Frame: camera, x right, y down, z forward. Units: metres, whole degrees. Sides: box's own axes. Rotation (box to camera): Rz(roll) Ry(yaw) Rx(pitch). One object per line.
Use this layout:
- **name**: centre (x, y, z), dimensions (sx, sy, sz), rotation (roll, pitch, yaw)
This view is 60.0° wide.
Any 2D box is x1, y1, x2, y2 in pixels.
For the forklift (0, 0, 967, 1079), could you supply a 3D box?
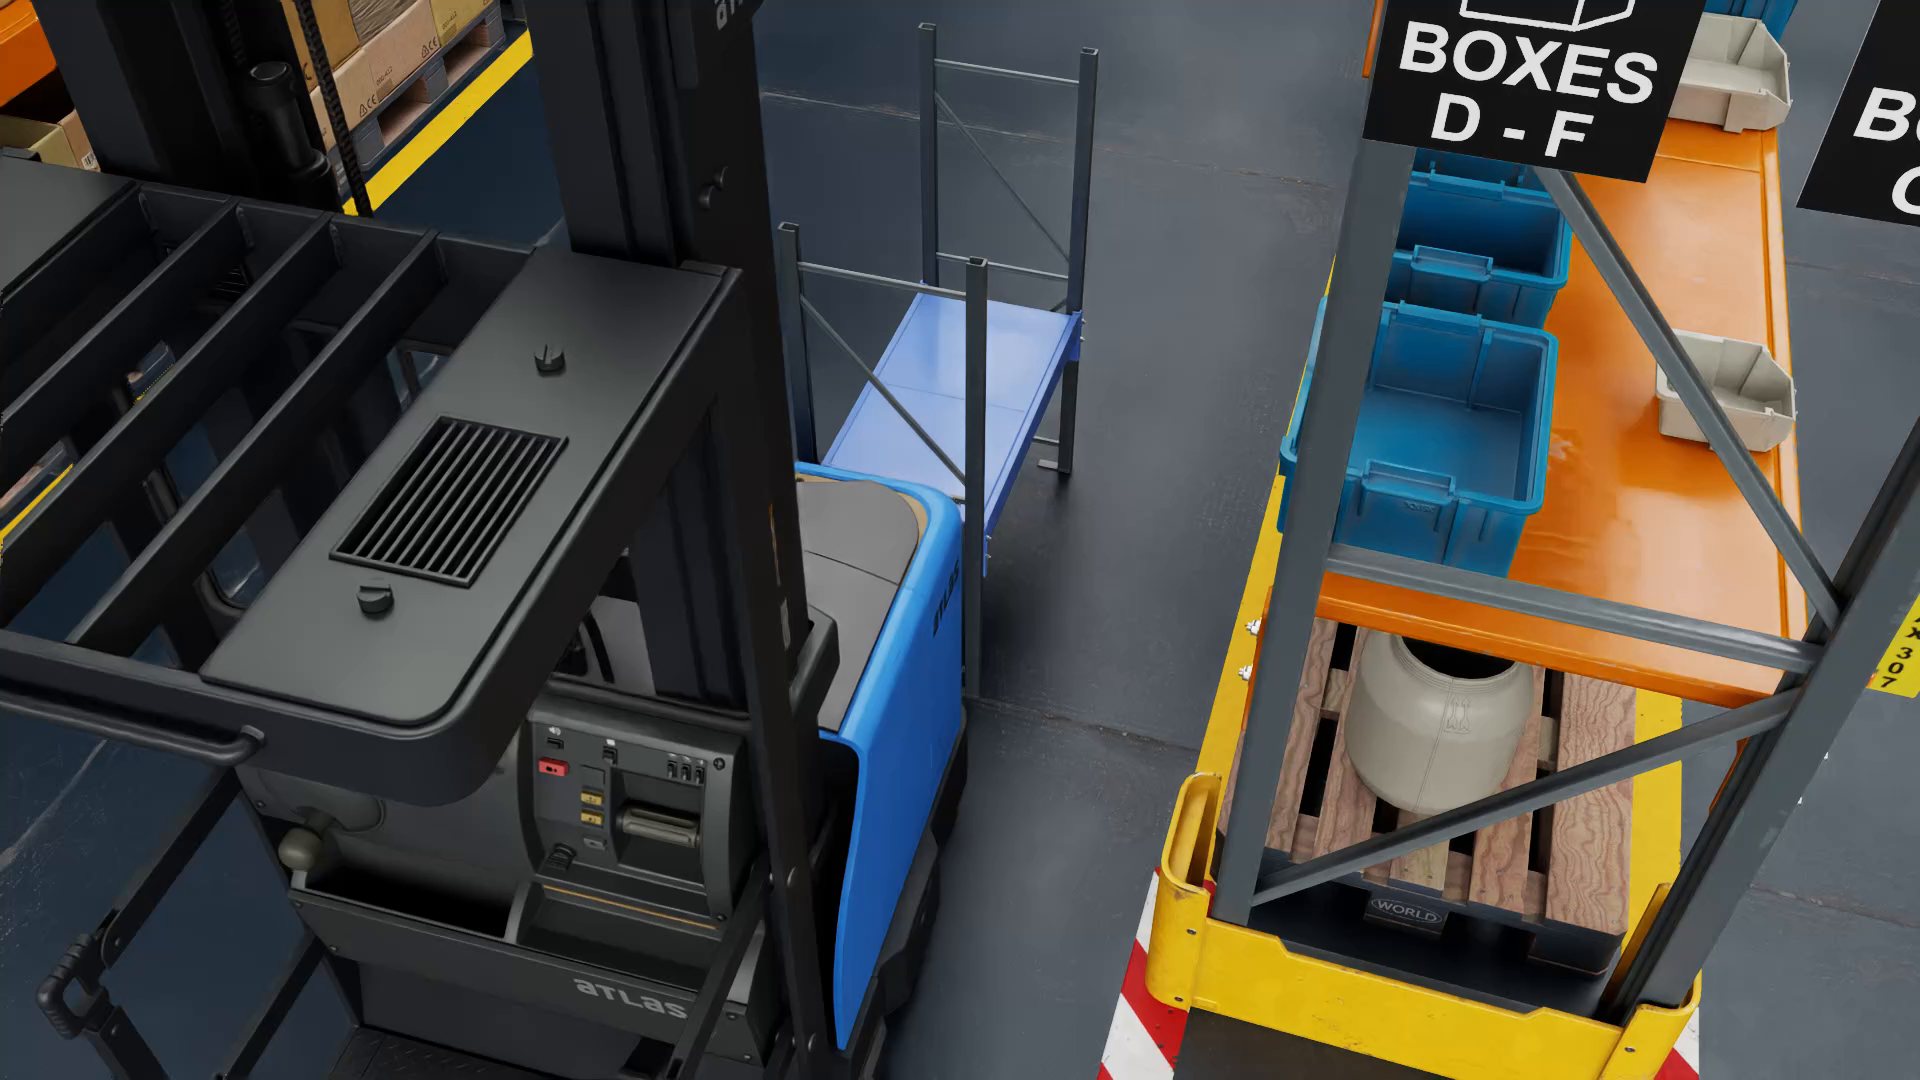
- **forklift**: centre (-0.868, 0.508, 2.635), dimensions (1.130, 2.935, 3.031), rotation (11, 45, 11)

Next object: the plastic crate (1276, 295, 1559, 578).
- **plastic crate**: centre (0.939, -0.220, 3.437), dimensions (0.499, 0.251, 0.616), rotation (13, 46, 13)

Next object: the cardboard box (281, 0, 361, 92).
- **cardboard box**: centre (-2.678, -2.010, 6.288), dimensions (0.500, 0.500, 0.500), rotation (13, 46, 13)

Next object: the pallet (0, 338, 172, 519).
- **pallet**: centre (-3.455, -0.450, 5.559), dimensions (1.003, 0.211, 1.213), rotation (13, 46, 13)

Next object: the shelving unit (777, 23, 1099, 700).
- **shelving unit**: centre (-0.026, -0.479, 4.667), dimensions (0.538, 1.500, 1.048), rotation (13, 46, 12)

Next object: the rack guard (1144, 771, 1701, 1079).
- **rack guard**: centre (1.051, 0.956, 3.915), dimensions (1.175, 0.500, 0.348), rotation (13, 46, 13)

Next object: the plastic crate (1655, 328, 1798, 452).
- **plastic crate**: centre (1.651, -0.311, 3.611), dimensions (0.298, 0.136, 0.250), rotation (13, 46, 13)

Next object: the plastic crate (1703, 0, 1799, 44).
- **plastic crate**: centre (2.208, -1.694, 4.943), dimensions (0.499, 0.251, 0.616), rotation (13, 46, 13)

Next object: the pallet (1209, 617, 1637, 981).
- **pallet**: centre (1.302, 0.519, 4.569), dimensions (1.003, 0.211, 1.213), rotation (13, 46, 13)

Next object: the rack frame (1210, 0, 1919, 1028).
- **rack frame**: centre (1.073, 0.123, 2.979), dimensions (1.000, 3.000, 0.127), rotation (13, 46, 13)

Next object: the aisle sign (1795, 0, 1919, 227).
- **aisle sign**: centre (1.330, -0.696, 1.958), dimensions (0.394, 0.787, 0.004), rotation (13, 46, 13)

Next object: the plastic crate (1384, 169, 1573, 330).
- **plastic crate**: centre (1.141, -0.652, 3.878), dimensions (0.499, 0.251, 0.408), rotation (13, 46, 13)

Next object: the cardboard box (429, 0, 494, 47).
- **cardboard box**: centre (-2.367, -2.406, 7.230), dimensions (0.500, 0.250, 0.500), rotation (13, 46, 13)

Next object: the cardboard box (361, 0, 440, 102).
- **cardboard box**: centre (-2.528, -2.075, 6.892), dimensions (0.500, 0.250, 0.500), rotation (13, 46, 13)

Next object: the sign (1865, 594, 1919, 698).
- **sign**: centre (1.596, 0.144, 2.760), dimensions (0.100, 0.325, 0.005), rotation (13, 46, 13)

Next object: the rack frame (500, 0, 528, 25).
- **rack frame**: centre (-2.435, -3.594, 6.779), dimensions (1.000, 3.000, 0.127), rotation (13, 46, 13)

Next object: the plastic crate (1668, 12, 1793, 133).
- **plastic crate**: centre (2.034, -1.313, 4.635), dimensions (0.530, 0.136, 0.437), rotation (13, 46, 13)

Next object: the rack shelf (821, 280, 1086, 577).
- **rack shelf**: centre (-0.026, -0.351, 4.793), dimensions (0.538, 0.185, 1.000), rotation (13, 46, 12)

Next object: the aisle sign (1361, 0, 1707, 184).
- **aisle sign**: centre (0.768, -0.821, 2.085), dimensions (0.394, 0.787, 0.004), rotation (13, 46, 13)

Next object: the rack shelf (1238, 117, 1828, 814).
- **rack shelf**: centre (1.679, -0.953, 4.593), dimensions (1.077, 0.370, 4.000), rotation (13, 46, 13)

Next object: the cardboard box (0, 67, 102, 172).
- **cardboard box**: centre (-2.983, -1.344, 5.608), dimensions (0.500, 0.500, 0.500), rotation (13, 46, 13)

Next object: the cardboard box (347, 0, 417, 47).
- **cardboard box**: centre (-2.530, -2.344, 6.630), dimensions (0.500, 0.500, 0.500), rotation (13, 46, 13)

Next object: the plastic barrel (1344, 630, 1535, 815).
- **plastic barrel**: centre (1.199, 0.408, 4.167), dimensions (0.421, 0.512, 0.421), rotation (0, 44, 0)

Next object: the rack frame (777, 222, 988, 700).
- **rack frame**: centre (-0.180, -0.140, 4.321), dimensions (0.500, 1.500, 0.032), rotation (13, 46, 12)

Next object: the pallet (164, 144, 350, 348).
- **pallet**: centre (-3.084, -1.261, 6.387), dimensions (1.003, 0.211, 1.213), rotation (13, 46, 13)

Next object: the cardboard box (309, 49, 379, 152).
- **cardboard box**: centre (-2.666, -1.739, 6.548), dimensions (0.500, 0.250, 0.500), rotation (13, 46, 13)

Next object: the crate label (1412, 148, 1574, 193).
- **crate label**: centre (1.373, -1.173, 4.279), dimensions (0.502, 0.435, 0.616), rotation (13, 46, 13)

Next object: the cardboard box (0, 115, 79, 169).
- **cardboard box**: centre (-3.123, -1.008, 5.265), dimensions (0.500, 0.500, 0.500), rotation (13, 46, 13)

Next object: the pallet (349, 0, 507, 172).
- **pallet**: centre (-2.716, -2.077, 7.221), dimensions (1.003, 0.211, 1.213), rotation (13, 46, 13)

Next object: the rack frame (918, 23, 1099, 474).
- **rack frame**: centre (0.128, -0.818, 5.014), dimensions (0.500, 1.500, 0.032), rotation (13, 46, 12)

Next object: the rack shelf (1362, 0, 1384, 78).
- **rack shelf**: centre (1.679, -2.025, 3.544), dimensions (1.077, 0.370, 4.000), rotation (13, 46, 13)
